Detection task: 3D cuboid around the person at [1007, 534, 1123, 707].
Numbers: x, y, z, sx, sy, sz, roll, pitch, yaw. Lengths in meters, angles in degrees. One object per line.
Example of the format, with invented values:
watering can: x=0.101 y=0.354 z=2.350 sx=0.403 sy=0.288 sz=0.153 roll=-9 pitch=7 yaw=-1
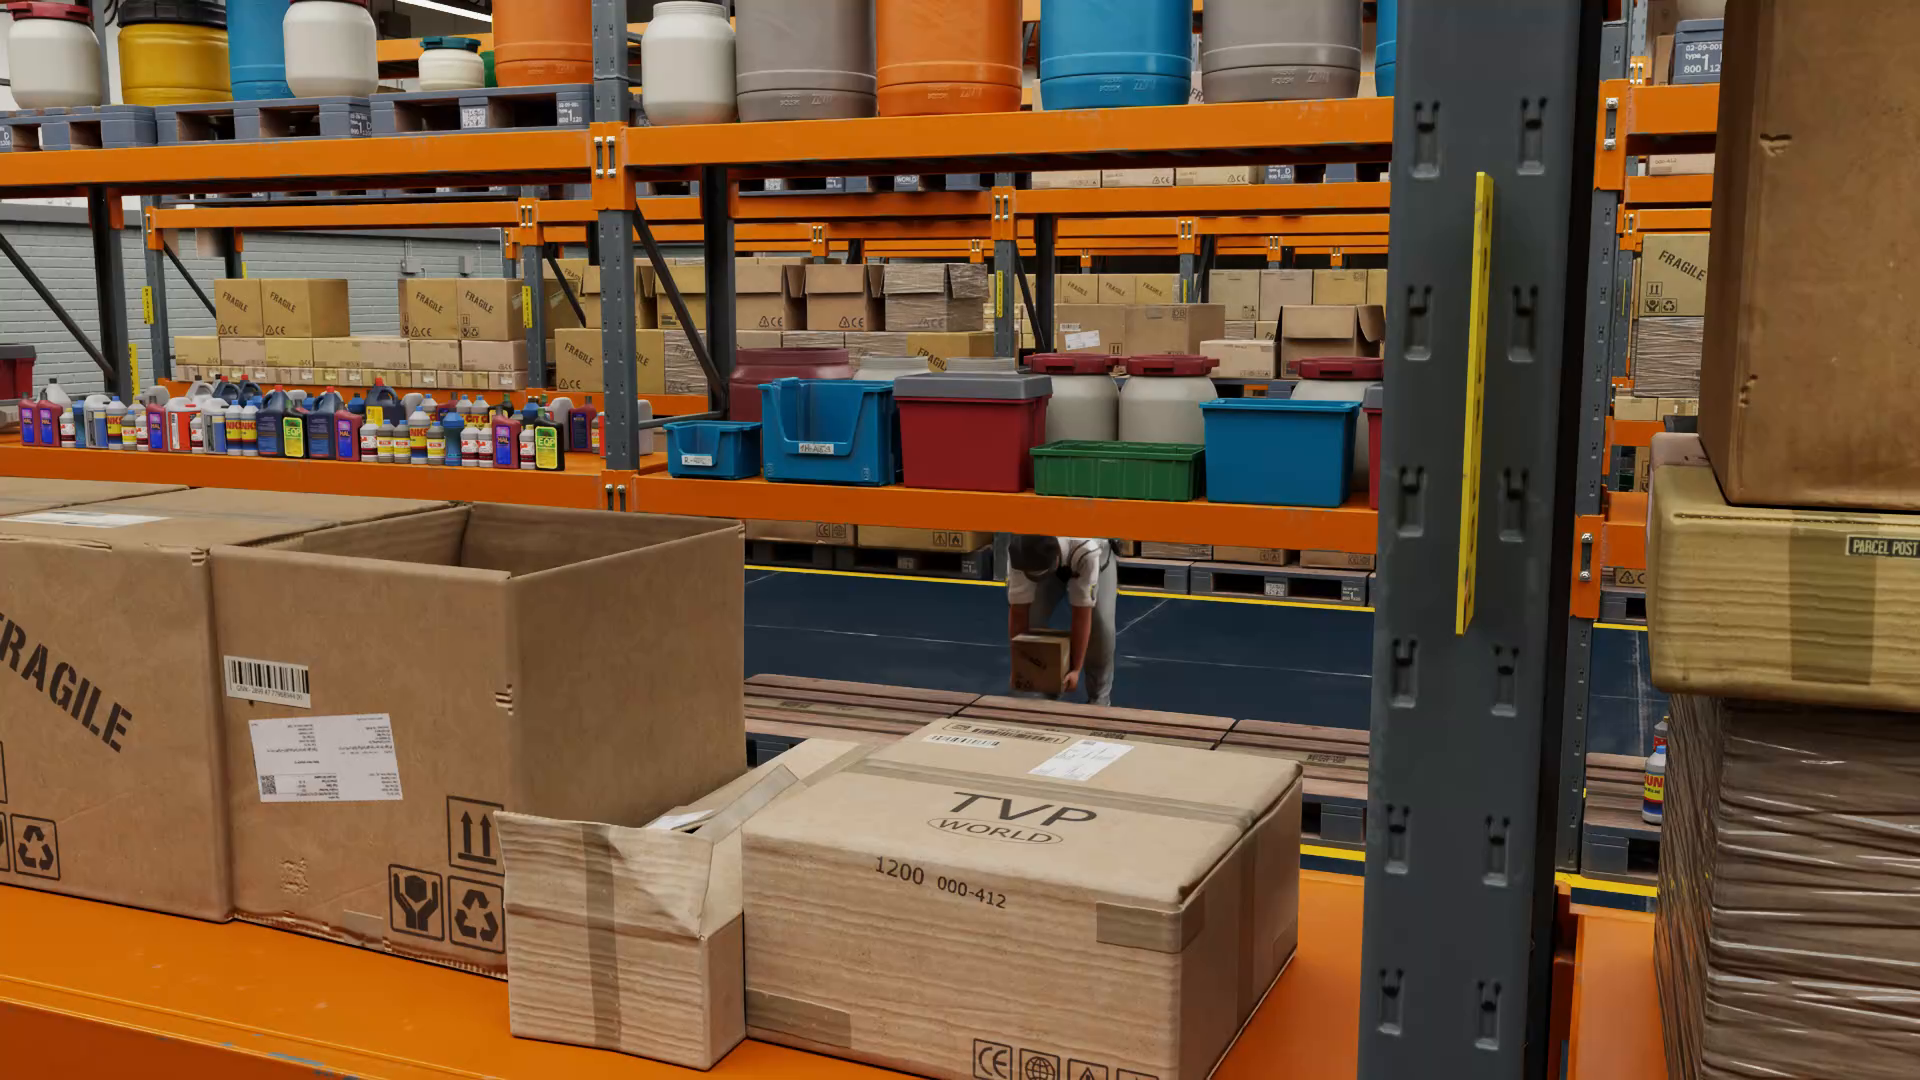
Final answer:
person: x=0.479 y=0.363 z=8.143 sx=0.507 sy=1.091 sz=1.045 roll=3 pitch=9 yaw=19
